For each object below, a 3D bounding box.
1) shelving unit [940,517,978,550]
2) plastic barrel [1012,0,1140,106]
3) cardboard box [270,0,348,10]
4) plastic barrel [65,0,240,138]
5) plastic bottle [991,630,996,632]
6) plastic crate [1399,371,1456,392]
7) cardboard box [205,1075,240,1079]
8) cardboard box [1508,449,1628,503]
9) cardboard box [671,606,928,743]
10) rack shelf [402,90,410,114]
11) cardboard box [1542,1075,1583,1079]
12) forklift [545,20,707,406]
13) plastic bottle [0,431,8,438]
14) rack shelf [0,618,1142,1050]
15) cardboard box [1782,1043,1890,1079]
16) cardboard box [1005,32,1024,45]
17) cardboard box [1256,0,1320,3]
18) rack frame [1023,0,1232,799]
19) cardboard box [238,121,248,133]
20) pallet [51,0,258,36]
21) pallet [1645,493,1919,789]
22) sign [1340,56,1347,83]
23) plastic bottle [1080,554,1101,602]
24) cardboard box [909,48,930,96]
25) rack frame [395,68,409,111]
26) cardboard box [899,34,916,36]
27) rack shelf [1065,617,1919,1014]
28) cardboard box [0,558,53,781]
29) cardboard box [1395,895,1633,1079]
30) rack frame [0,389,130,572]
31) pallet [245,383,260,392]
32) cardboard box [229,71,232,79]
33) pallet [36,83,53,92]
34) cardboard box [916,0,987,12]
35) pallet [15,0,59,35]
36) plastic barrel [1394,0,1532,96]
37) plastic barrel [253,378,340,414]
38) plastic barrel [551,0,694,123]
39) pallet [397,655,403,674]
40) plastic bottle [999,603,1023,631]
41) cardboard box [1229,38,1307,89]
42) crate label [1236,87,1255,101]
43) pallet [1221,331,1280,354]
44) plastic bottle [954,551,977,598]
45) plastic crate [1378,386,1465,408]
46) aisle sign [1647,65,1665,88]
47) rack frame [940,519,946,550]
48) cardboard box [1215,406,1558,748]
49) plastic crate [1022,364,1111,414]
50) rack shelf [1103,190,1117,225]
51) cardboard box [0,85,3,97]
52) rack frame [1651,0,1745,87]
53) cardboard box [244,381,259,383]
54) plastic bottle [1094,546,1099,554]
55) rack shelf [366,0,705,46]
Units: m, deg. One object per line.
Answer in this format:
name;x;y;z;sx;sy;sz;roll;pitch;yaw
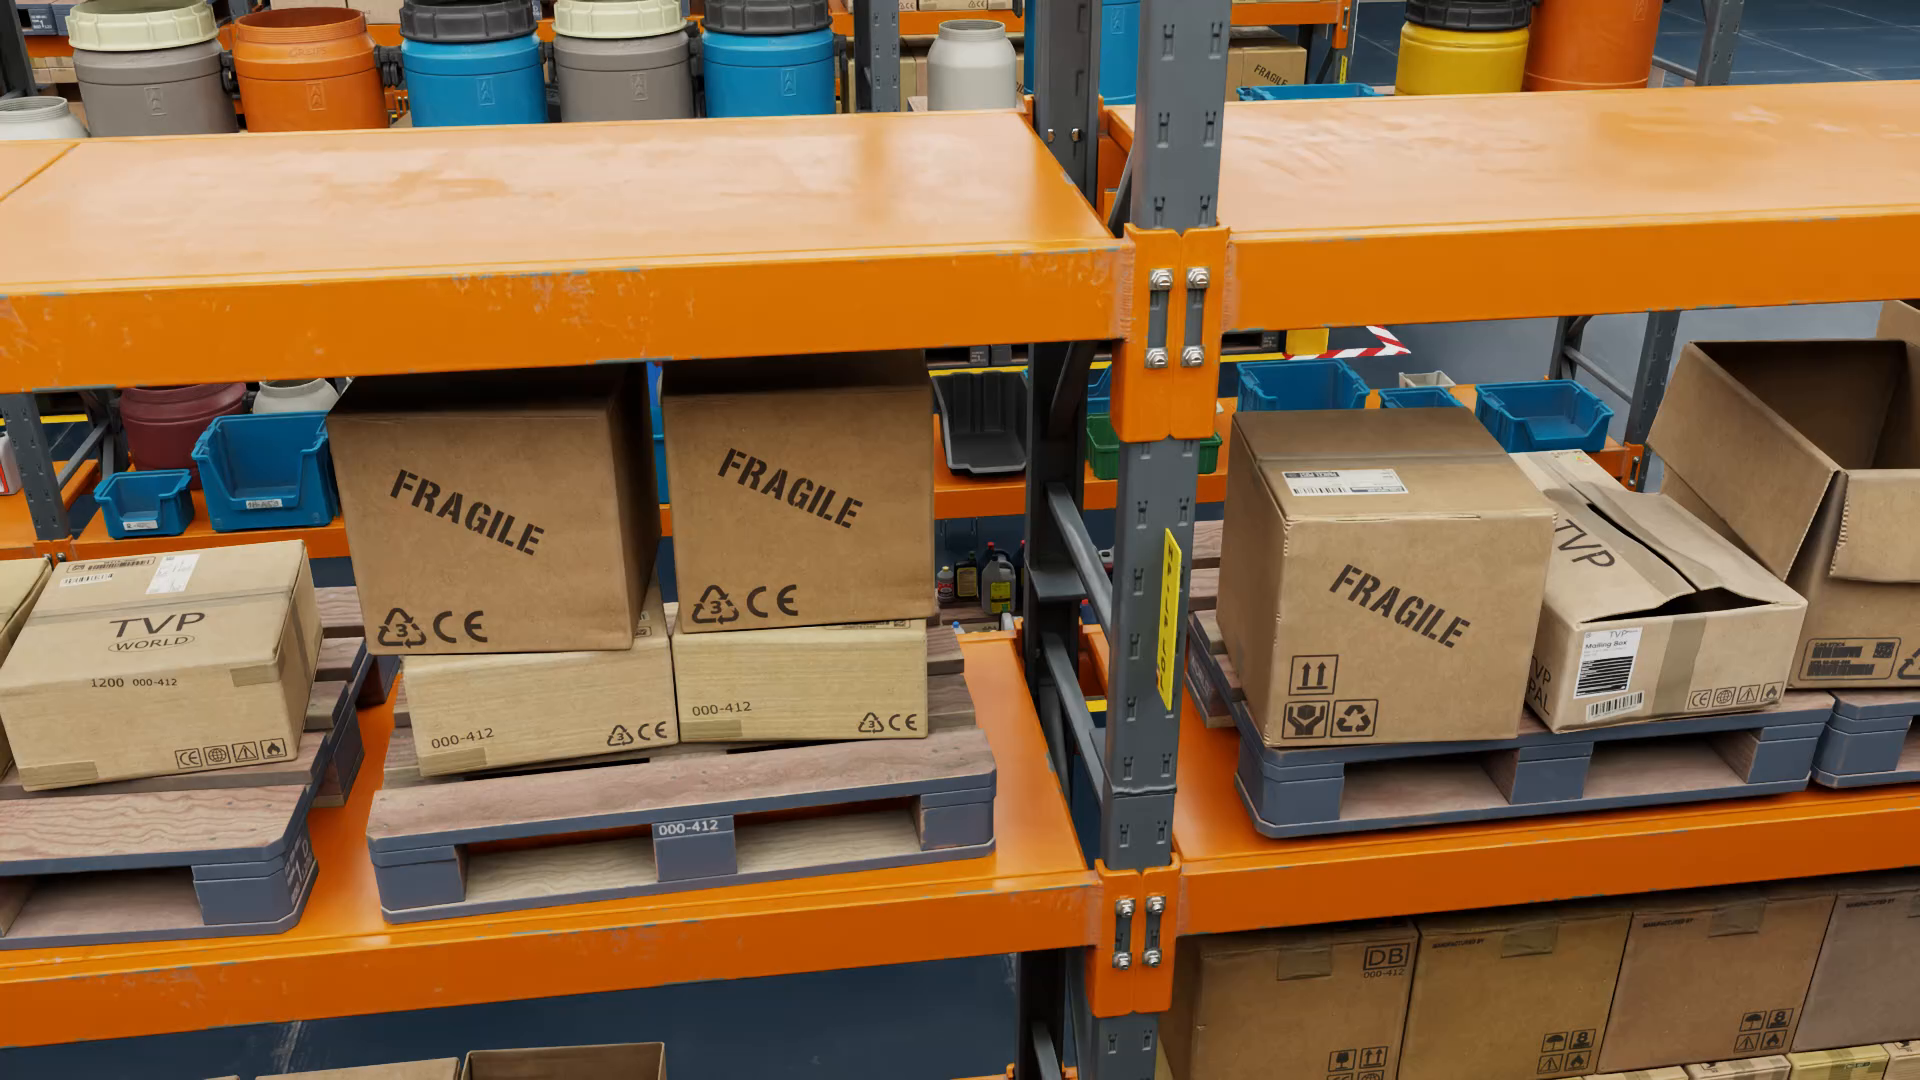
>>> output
shelving unit;-0.008;-0.400;10.544;0.210;0.900;0.258;-4;27;-7
plastic barrel;0.602;-2.395;7.838;0.708;0.901;0.600;-4;27;-7
cardboard box;-4.549;-3.803;11.755;0.500;0.250;0.500;-3;27;-6
plastic barrel;-3.516;-1.893;7.319;0.600;0.901;0.600;0;27;0
plastic bottle;0.180;0.578;8.921;0.097;0.201;0.097;0;27;0
plastic crate;2.632;-0.862;9.432;0.250;0.136;0.298;-4;27;-7
cardboard box;-2.014;1.699;4.043;0.500;0.500;0.500;-5;28;-10
cardboard box;1.444;-0.069;3.974;0.250;0.149;0.380;-4;27;-7
cardboard box;-0.324;0.184;3.525;0.500;0.250;0.500;-1;27;-2
rack shelf;-3.660;-4.676;17.366;4.000;0.370;1.077;-4;27;-7
cardboard box;1.344;1.290;4.129;0.250;0.149;0.380;-4;27;-8
forklift;-2.376;-2.149;11.727;3.031;2.935;1.130;19;33;33
plastic bottle;-4.833;-0.445;8.467;0.135;0.276;0.152;-4;27;-7
rack shelf;-1.693;0.716;3.571;4.000;0.370;1.077;-4;27;-7
cardboard box;2.114;1.241;4.226;0.250;0.149;0.380;-4;27;-8
cardboard box;0.309;-3.714;13.171;0.500;0.500;0.500;-4;27;-7
cardboard box;2.430;-4.252;12.629;0.500;0.250;0.500;-3;27;-6
rack frame;0.288;-1.066;2.970;0.127;3.000;1.000;-4;27;-7
cardboard box;-7.285;-4.053;16.821;0.500;0.250;0.500;-3;27;-6
pallet;-5.680;-3.806;11.803;1.003;0.211;1.213;-2;27;-5
pallet;2.334;0.166;3.952;1.213;0.211;1.003;-4;27;-7
sign;2.930;-3.533;12.735;0.005;0.325;0.100;-4;27;-7
plastic bottle;0.749;0.217;9.534;0.133;0.283;0.061;-4;27;-7
cardboard box;-0.113;-3.443;12.644;0.500;0.500;0.500;-4;27;-7
rack frame;-5.640;-4.869;16.954;0.127;3.000;1.000;-4;27;-7
cardboard box;-0.774;-5.265;17.560;0.550;0.550;0.875;-4;27;-7
rack shelf;2.268;0.462;4.067;4.000;0.370;1.077;-4;27;-7
cardboard box;-2.147;0.276;3.345;0.500;0.250;0.500;-4;27;-8
cardboard box;1.227;0.918;4.145;0.500;0.500;0.700;-4;27;-7
rack frame;-4.359;-0.382;8.208;0.127;3.000;1.000;-4;27;-7
pallet;-5.841;-1.364;13.177;1.213;0.211;1.003;-4;27;-7
cardboard box;-7.079;-4.642;16.326;0.250;0.149;0.380;-5;28;-9
pallet;-8.824;-4.512;16.469;1.213;0.211;1.003;-4;27;-7
cardboard box;-0.084;-4.092;12.317;0.500;0.250;0.500;-4;27;-8
pallet;-6.787;-3.734;11.662;1.213;0.211;1.003;-2;27;-5
plastic barrel;2.451;-2.366;8.123;0.600;0.588;0.600;0;27;0
plastic barrel;-3.370;-0.593;8.498;0.421;0.512;0.421;0;27;0
plastic barrel;-1.519;-2.022;7.569;0.600;0.901;0.600;0;27;0
pallet;-3.587;0.827;8.906;1.213;0.211;1.003;-4;27;-7
plastic bottle;0.279;0.474;9.035;0.133;0.283;0.061;-4;27;-7
cardboard box;2.362;-3.604;12.958;0.500;0.500;0.500;-4;27;-7
crate label;1.663;-2.189;8.608;0.408;0.251;0.502;-4;27;-7
pallet;1.988;-1.848;14.121;1.213;0.211;1.003;-4;27;-7
plastic bottle;0.032;0.197;9.574;0.133;0.283;0.061;-2;27;-5
plastic crate;2.465;-0.618;8.832;0.408;0.251;0.499;-4;27;-7
aisle sign;3.593;-2.184;8.873;0.004;0.787;0.394;-4;27;-7
rack frame;-0.109;-0.393;10.531;0.006;0.900;0.240;-4;27;-7
cardboard box;0.824;0.062;3.334;0.500;0.500;0.500;-1;27;-3
plastic crate;0.660;-0.763;9.114;0.616;0.251;0.499;-4;27;-7
rack shelf;1.582;-1.778;8.431;4.000;0.370;1.077;-4;27;-7
cardboard box;-7.085;-2.986;12.076;0.637;0.503;0.797;-3;27;-5
rack frame;3.563;-3.560;7.830;0.127;3.000;1.000;-4;27;-7
cardboard box;-5.736;-1.828;12.894;0.875;0.875;1.225;-5;28;-10
plastic bottle;0.709;0.143;9.606;0.185;0.351;0.144;-4;27;-7
rack shelf;-3.069;-3.762;12.299;4.000;0.370;1.077;-4;27;-7
